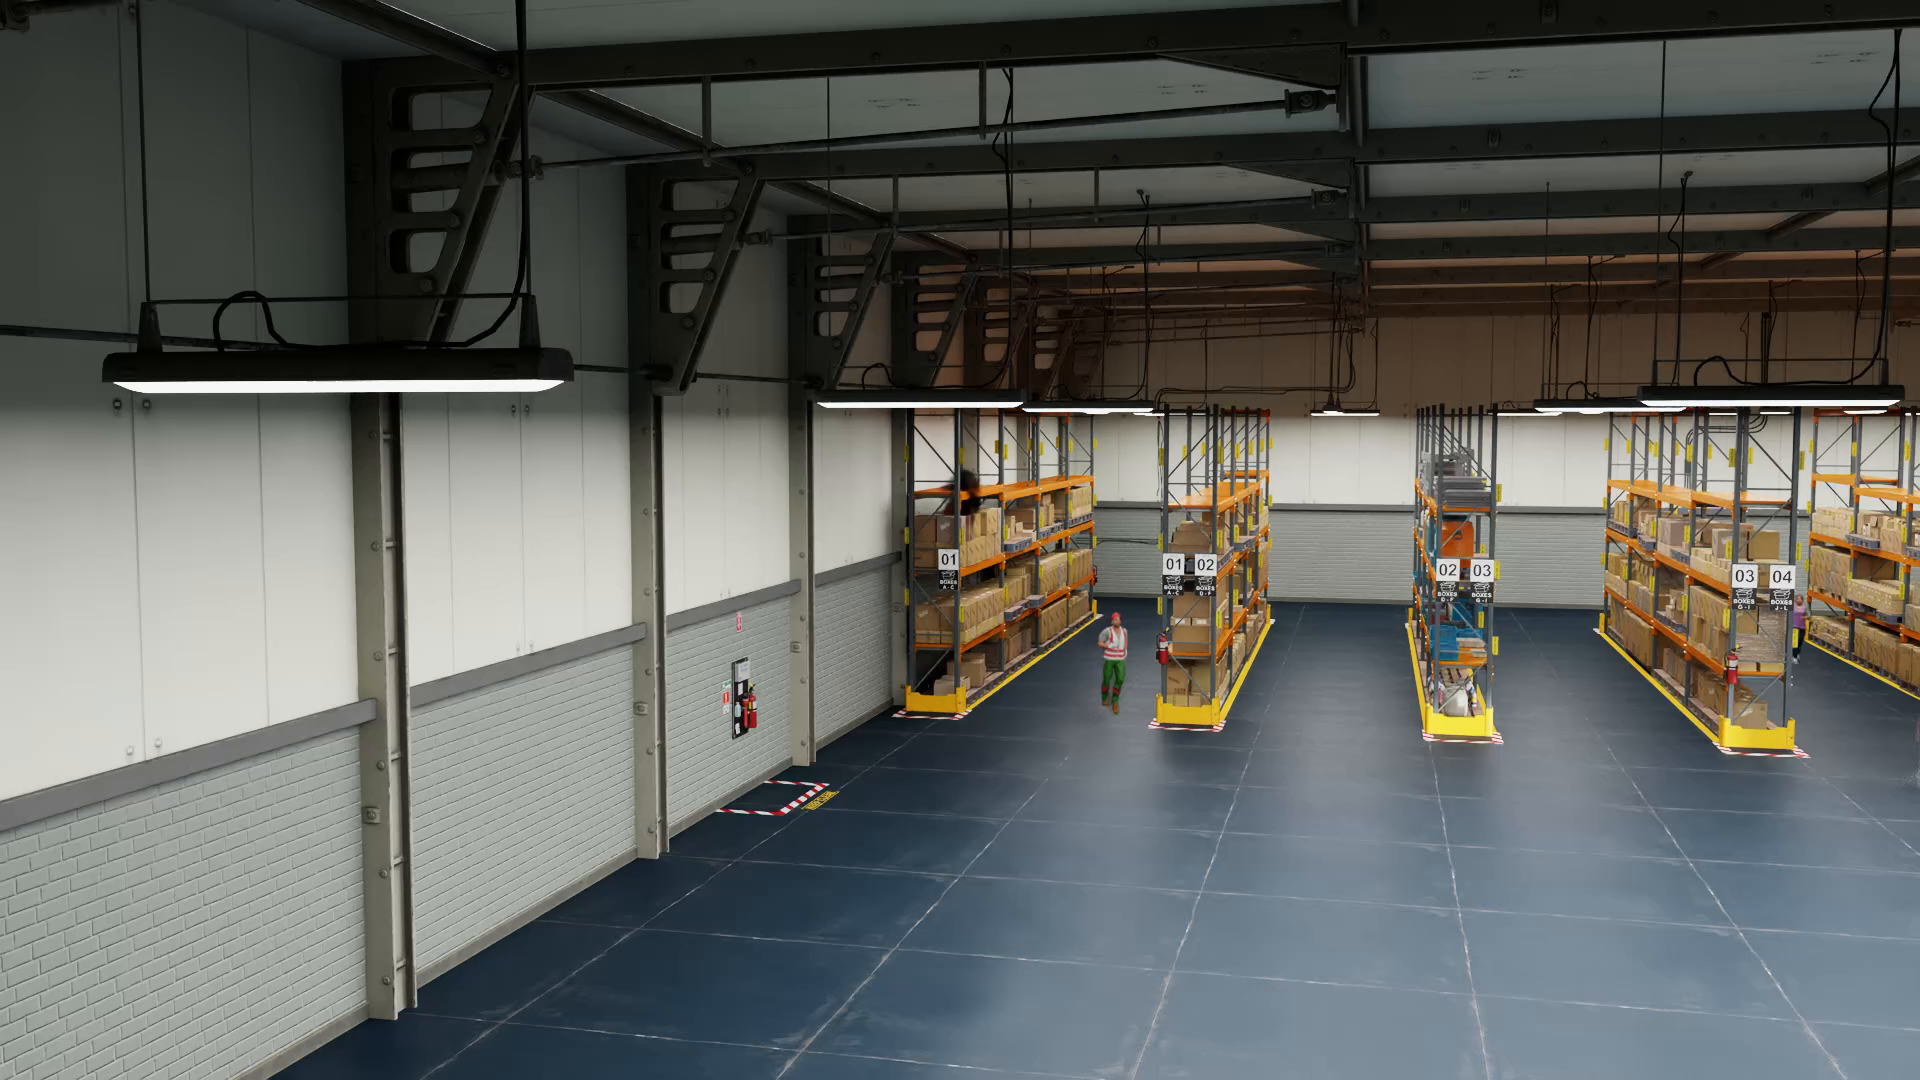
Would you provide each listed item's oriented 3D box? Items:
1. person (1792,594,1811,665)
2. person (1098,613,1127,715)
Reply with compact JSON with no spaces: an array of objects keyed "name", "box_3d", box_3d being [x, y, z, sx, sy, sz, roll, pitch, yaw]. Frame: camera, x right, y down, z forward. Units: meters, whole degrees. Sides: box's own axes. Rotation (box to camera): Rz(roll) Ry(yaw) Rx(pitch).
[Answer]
[{"name":"person","box_3d":[19.610,2.068,38.924,0.525,1.613,0.826,1,4,18]},{"name":"person","box_3d":[2.908,2.316,31.313,0.666,1.904,0.679,-1,4,-17]}]
